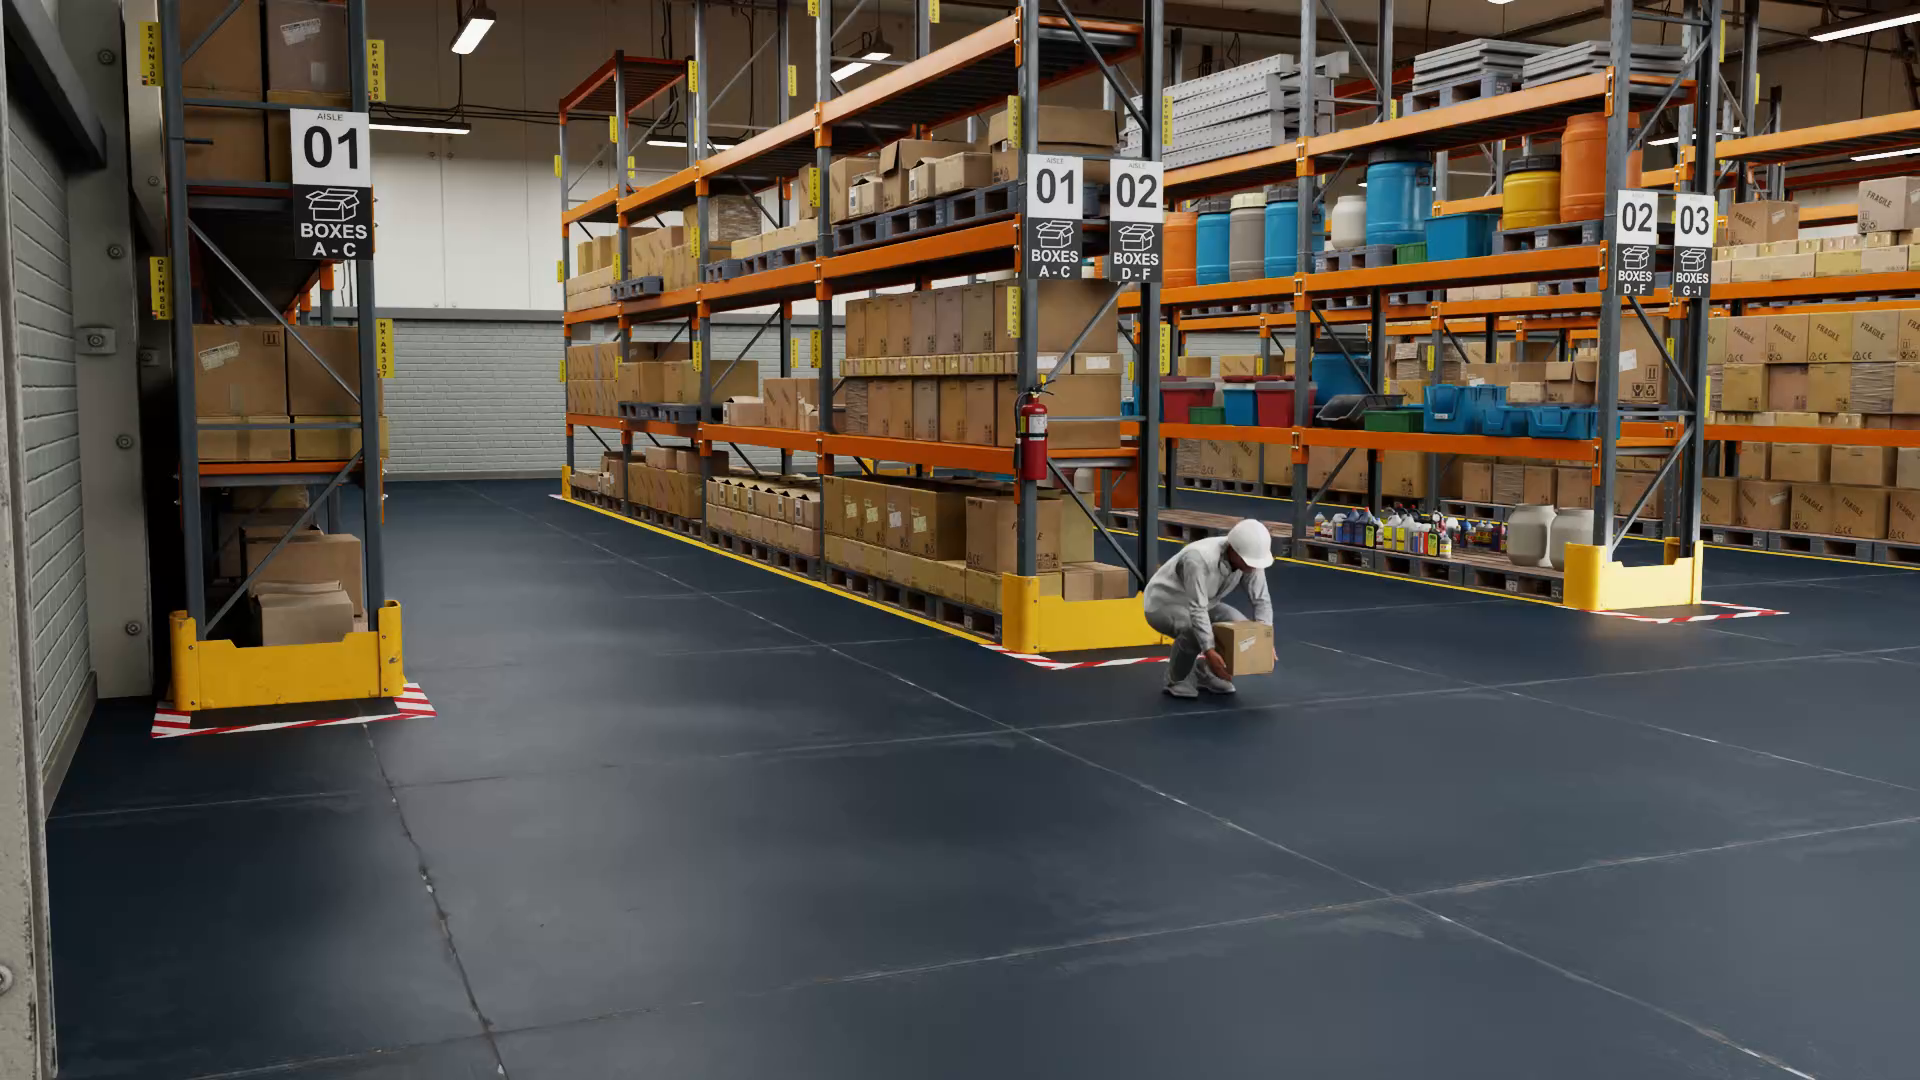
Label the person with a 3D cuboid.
[{"bbox_3d":[1.399,0.368,9.255,0.530,1.019,0.870,-2,6,-24],"label":"person"}]
